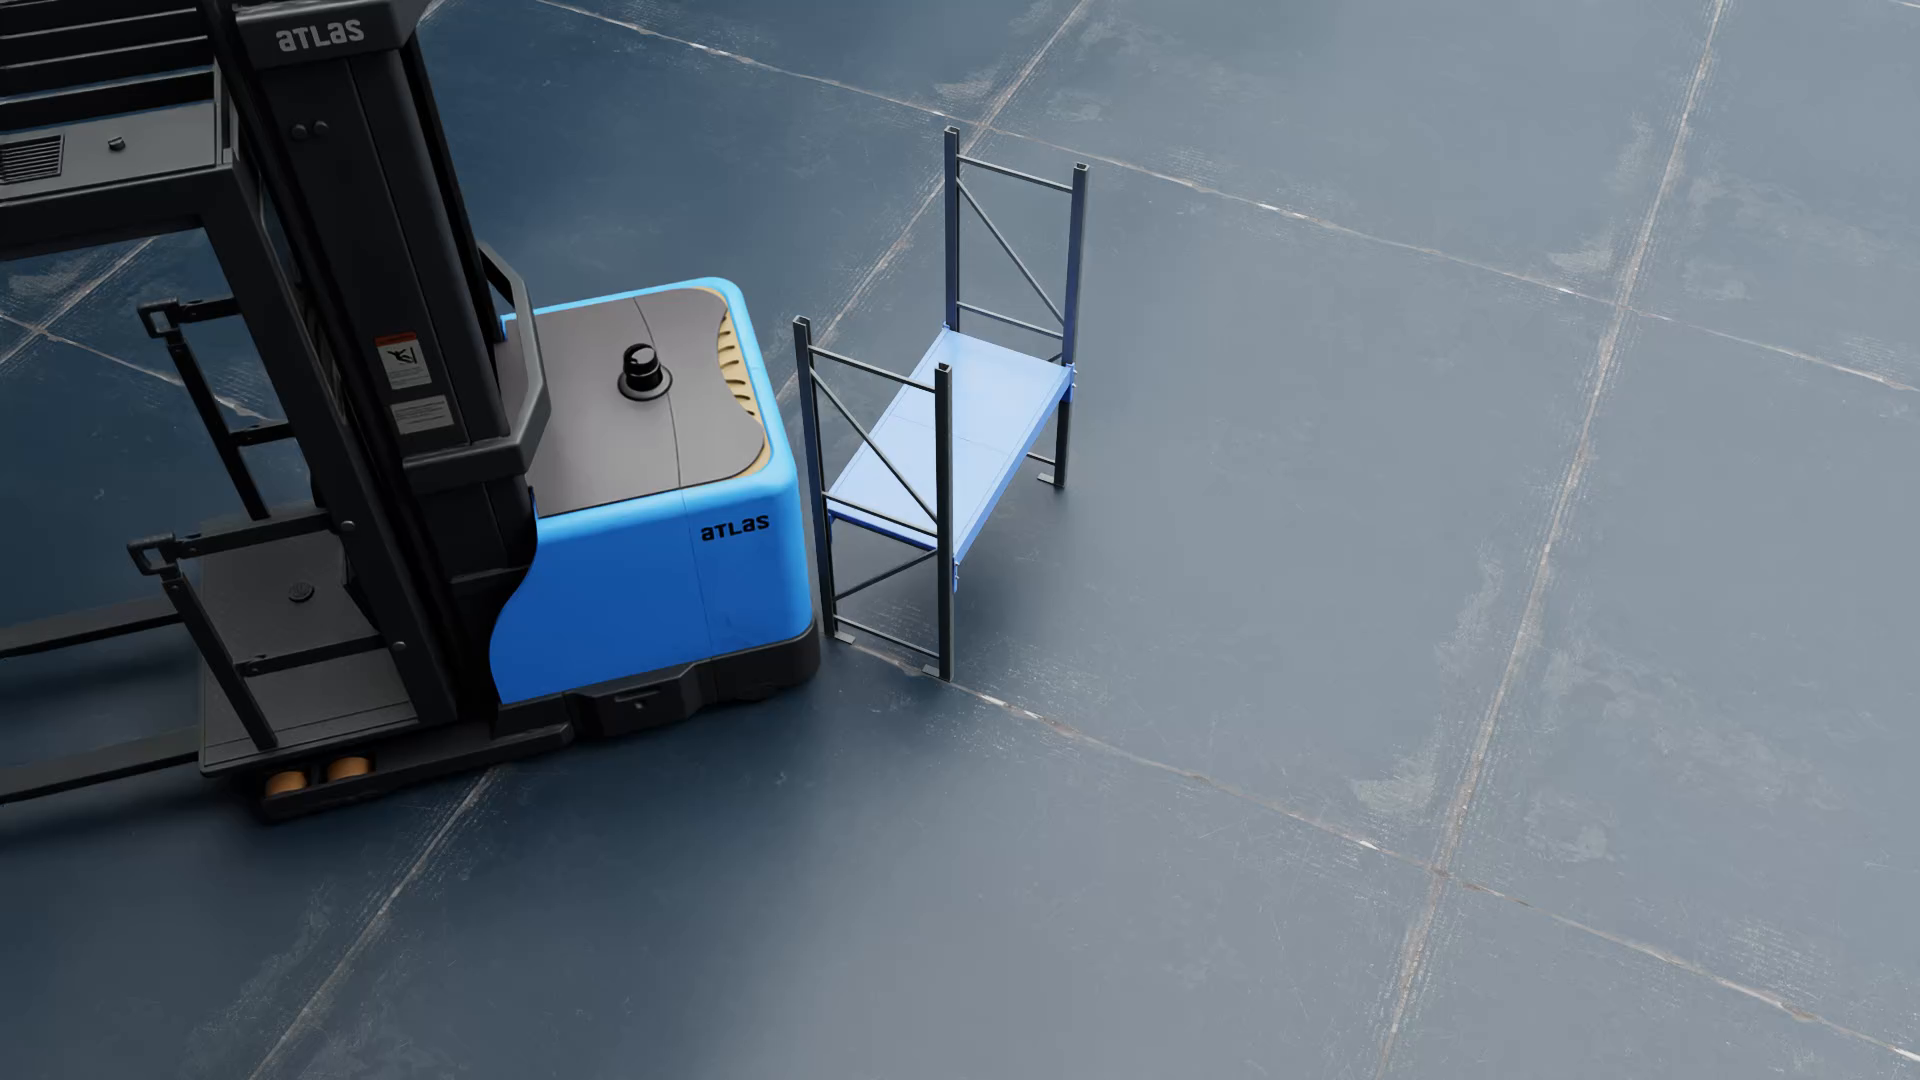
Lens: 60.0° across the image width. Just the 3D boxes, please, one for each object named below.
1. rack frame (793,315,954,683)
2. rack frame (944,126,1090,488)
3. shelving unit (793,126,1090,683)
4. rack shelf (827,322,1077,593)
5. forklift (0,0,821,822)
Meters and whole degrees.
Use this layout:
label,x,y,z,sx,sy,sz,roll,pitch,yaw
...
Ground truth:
label,x,y,z,sx,sy,sz,roll,pitch,yaw
rack frame,-0.254,-0.077,5.331,0.500,1.500,0.032,20,52,16
rack frame,0.181,-0.777,5.927,0.500,1.500,0.032,20,52,16
shelving unit,-0.036,-0.427,5.629,0.538,1.500,1.048,20,52,16
rack shelf,-0.036,-0.311,5.766,0.538,0.185,1.000,20,52,16
forklift,-2.061,-0.490,4.743,3.031,2.935,1.130,-13,51,-11
